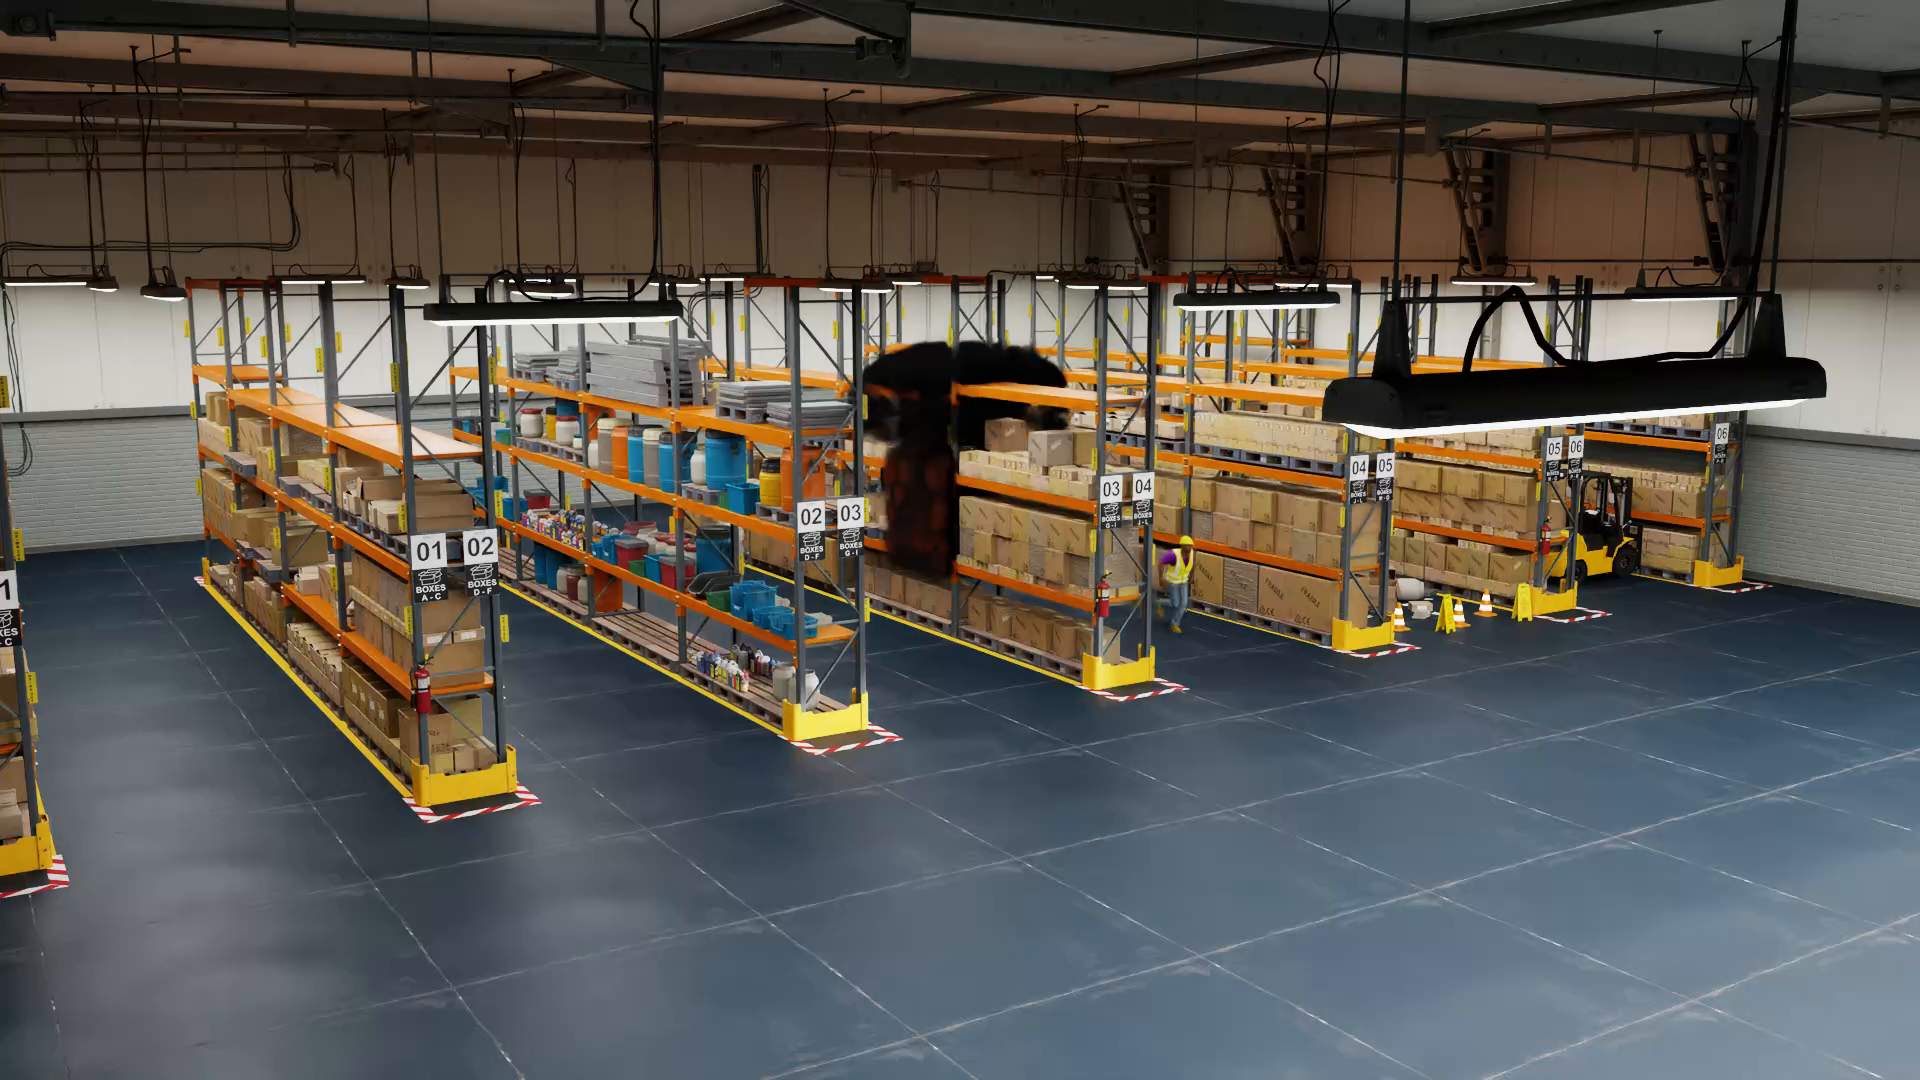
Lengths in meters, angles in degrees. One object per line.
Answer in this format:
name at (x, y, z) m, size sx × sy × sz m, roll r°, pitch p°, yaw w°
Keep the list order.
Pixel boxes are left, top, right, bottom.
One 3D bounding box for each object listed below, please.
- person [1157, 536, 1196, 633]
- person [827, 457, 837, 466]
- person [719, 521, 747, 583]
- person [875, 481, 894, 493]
person at (3.726, 0.737, 28.682) m, size 0.698 × 1.694 × 0.852 m, roll -7°, pitch 12°, yaw -34°
person at (-3.139, -1.235, 40.170) m, size 0.710 × 1.736 × 0.645 m, roll -3°, pitch 10°, yaw -15°
person at (-4.490, 0.004, 32.731) m, size 0.650 × 1.754 × 0.876 m, roll -7°, pitch 12°, yaw -35°
person at (-1.879, -1.530, 41.910) m, size 0.550 × 1.724 × 0.748 m, roll -1°, pitch 10°, yaw -4°
